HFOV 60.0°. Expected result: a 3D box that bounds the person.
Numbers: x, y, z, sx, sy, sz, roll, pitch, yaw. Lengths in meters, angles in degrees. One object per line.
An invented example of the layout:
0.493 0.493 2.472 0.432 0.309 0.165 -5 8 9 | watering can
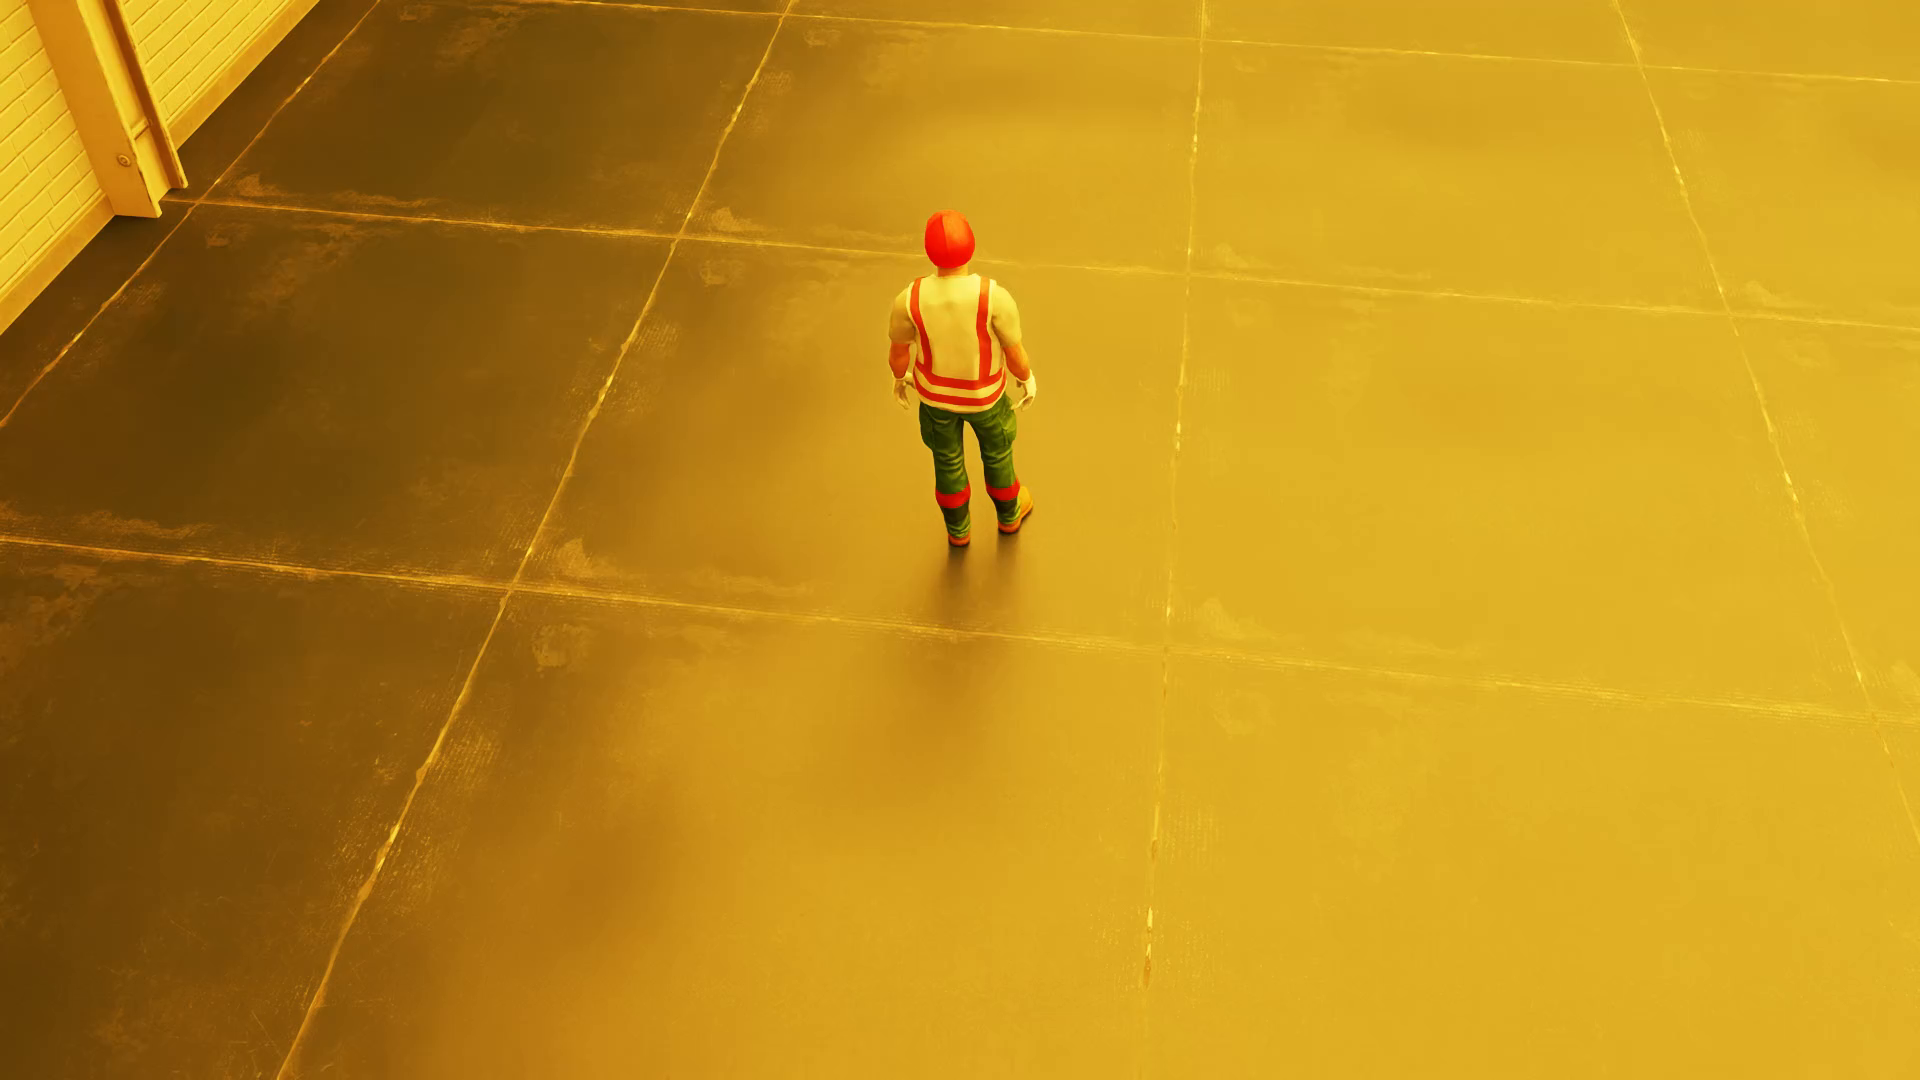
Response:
0.023 -0.717 7.338 0.637 1.787 0.564 5 43 6 | person
